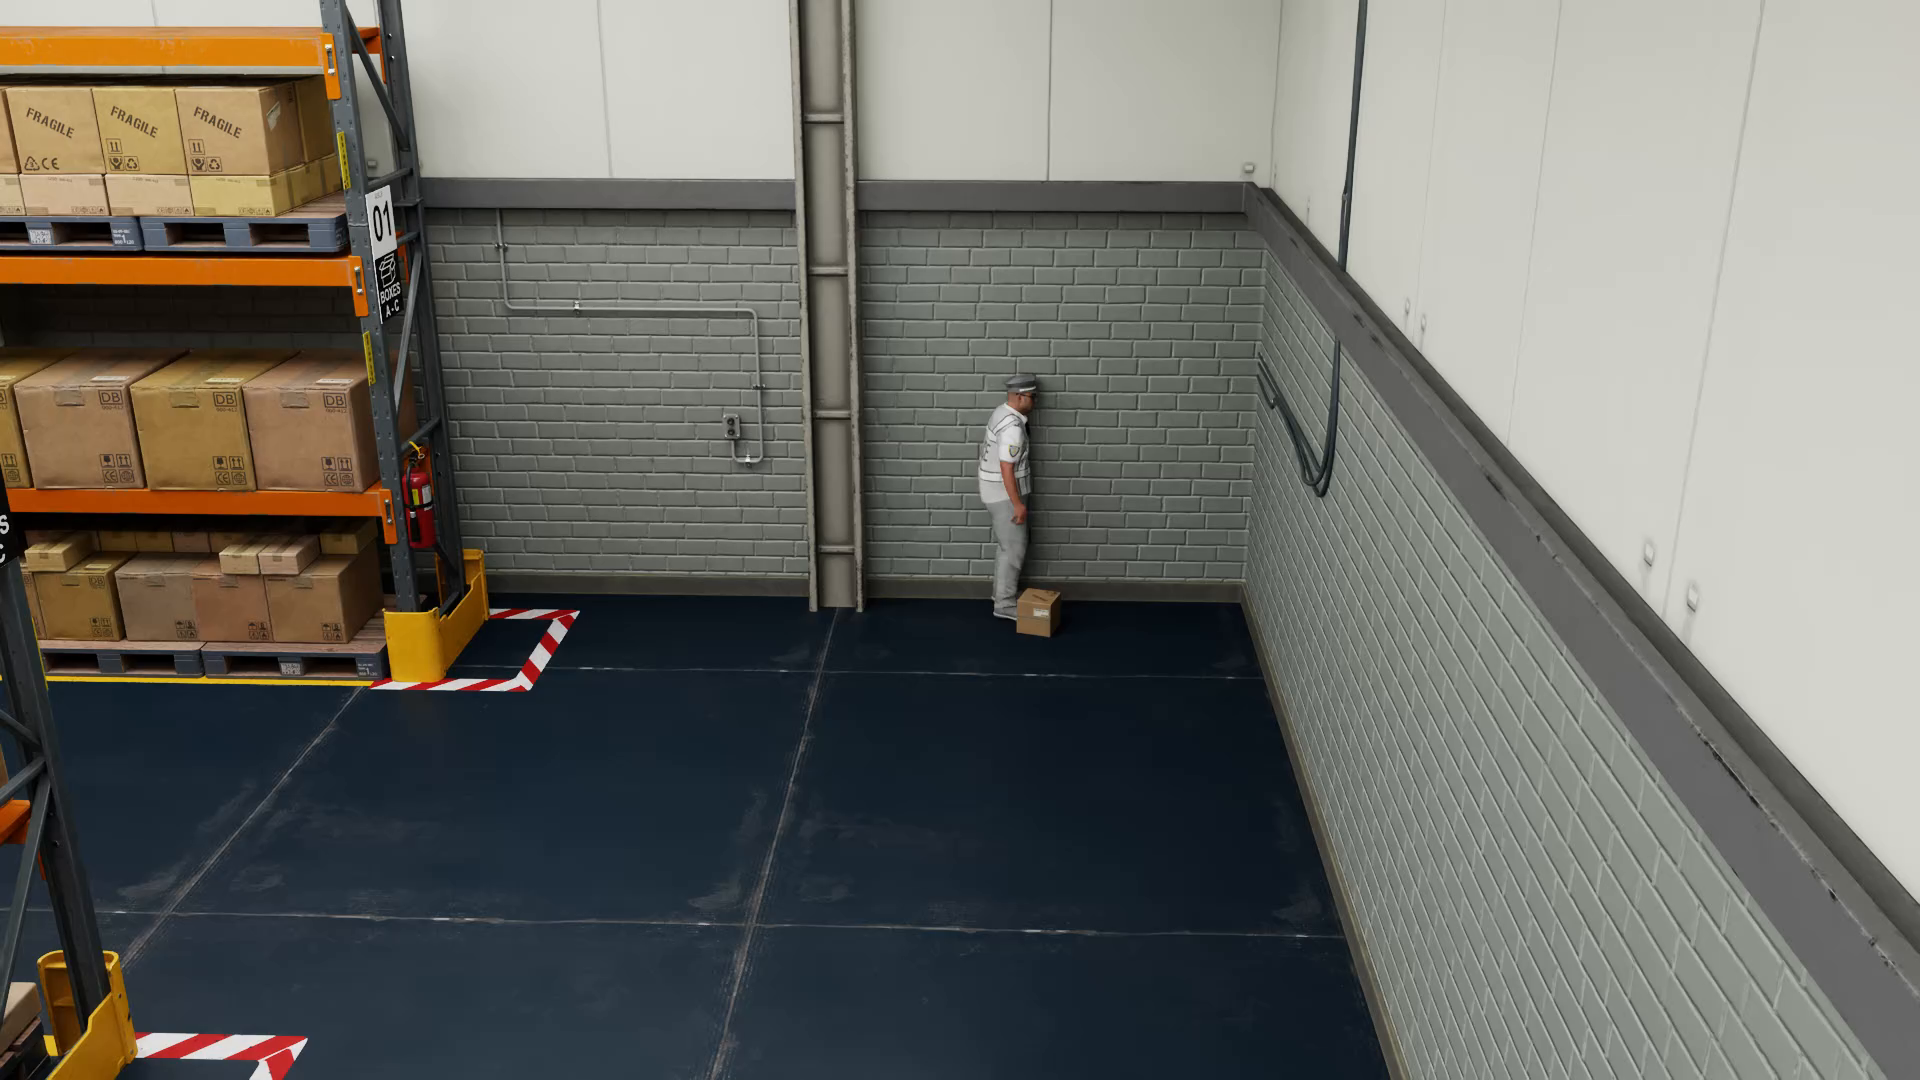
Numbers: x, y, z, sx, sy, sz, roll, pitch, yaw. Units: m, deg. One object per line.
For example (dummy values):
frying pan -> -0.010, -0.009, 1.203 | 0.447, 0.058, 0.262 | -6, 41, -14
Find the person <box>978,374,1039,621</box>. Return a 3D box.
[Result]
person -> 0.349, -0.328, 11.935 | 0.431, 1.751, 0.607 | 0, 21, -1
